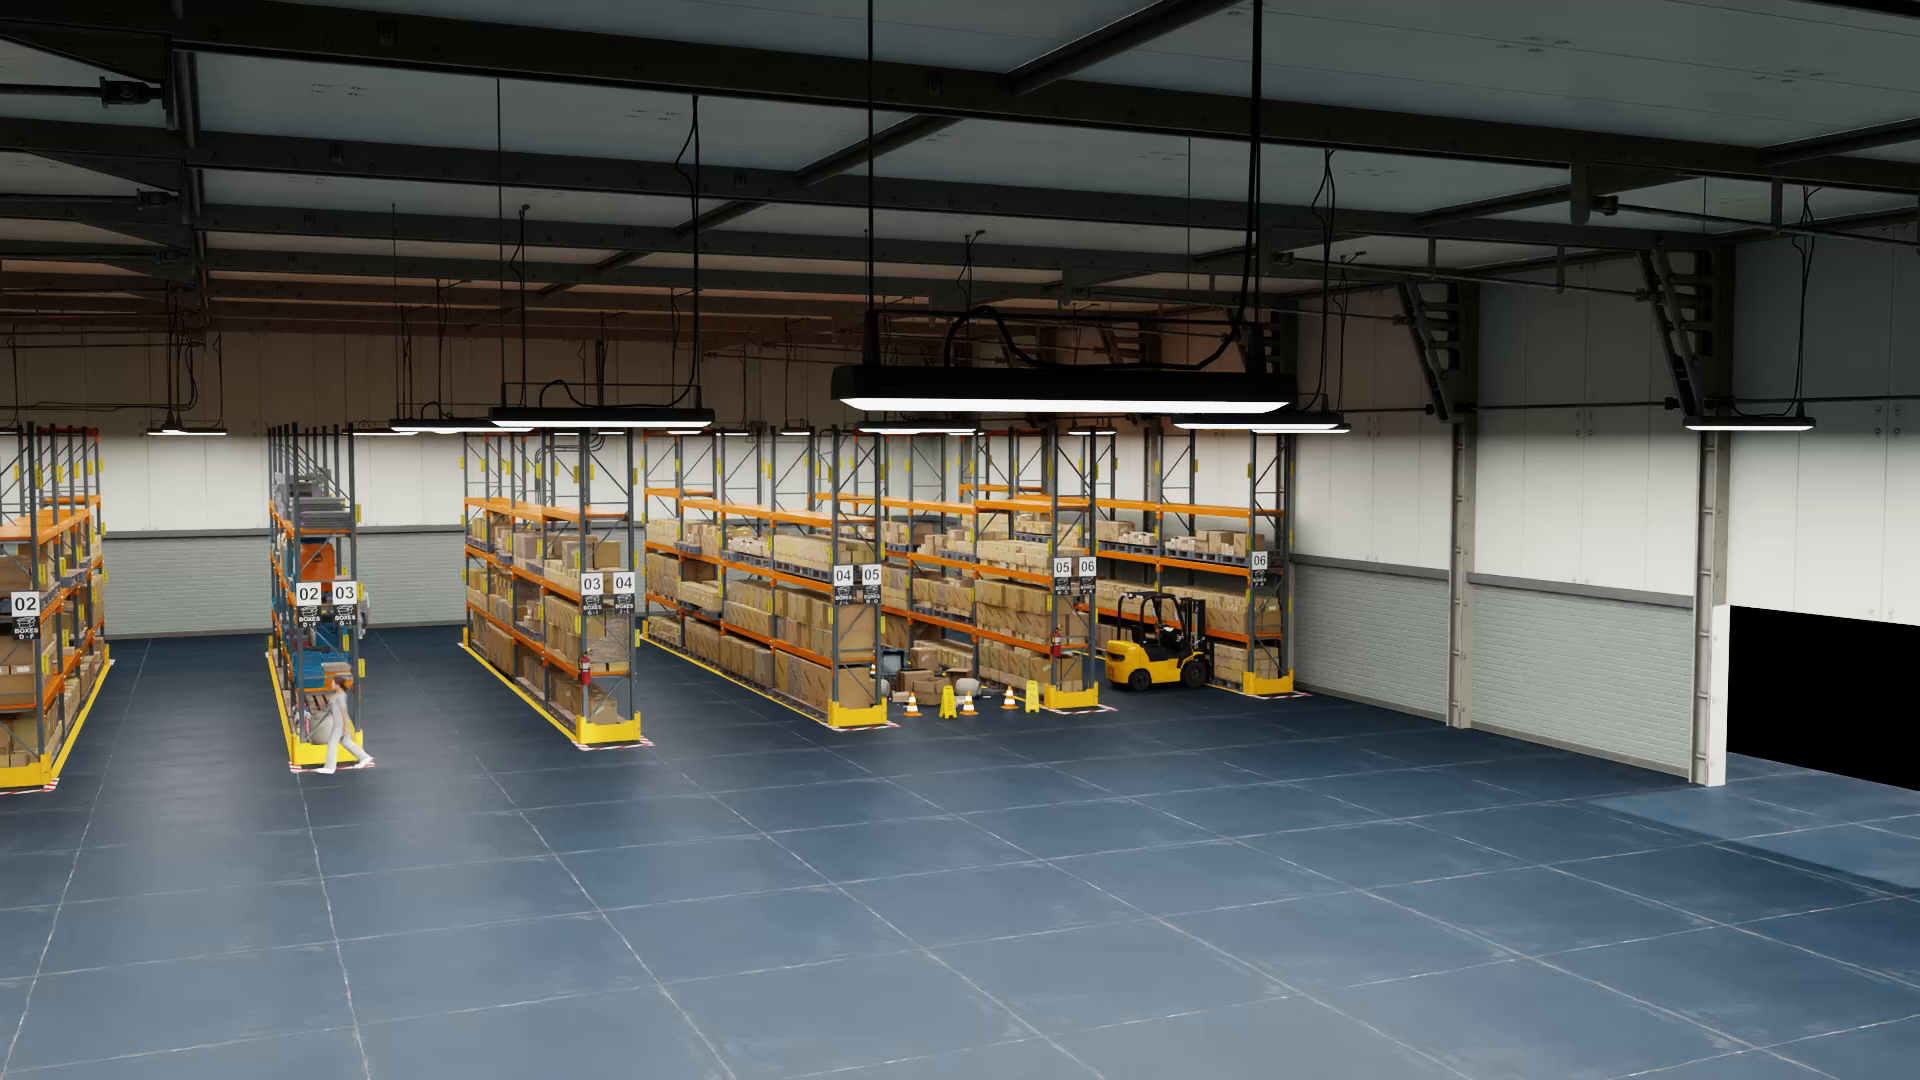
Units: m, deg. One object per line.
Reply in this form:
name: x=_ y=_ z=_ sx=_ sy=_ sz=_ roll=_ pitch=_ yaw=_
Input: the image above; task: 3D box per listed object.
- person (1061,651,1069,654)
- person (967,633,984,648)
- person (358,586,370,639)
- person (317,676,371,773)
person: x=2.402 y=2.470 z=39.574 sx=0.656 sy=1.687 sz=0.798 roll=-1 pitch=4 yaw=-22
person: x=0.453 y=2.211 z=44.021 sx=0.380 sy=1.712 sz=0.501 roll=3 pitch=5 yaw=42
person: x=-17.095 y=2.026 z=47.517 sx=0.420 sy=1.562 sz=0.768 roll=-2 pitch=4 yaw=-26
person: x=-10.584 y=3.155 z=28.539 sx=0.875 sy=1.647 sz=0.465 roll=-1 pitch=4 yaw=-17
